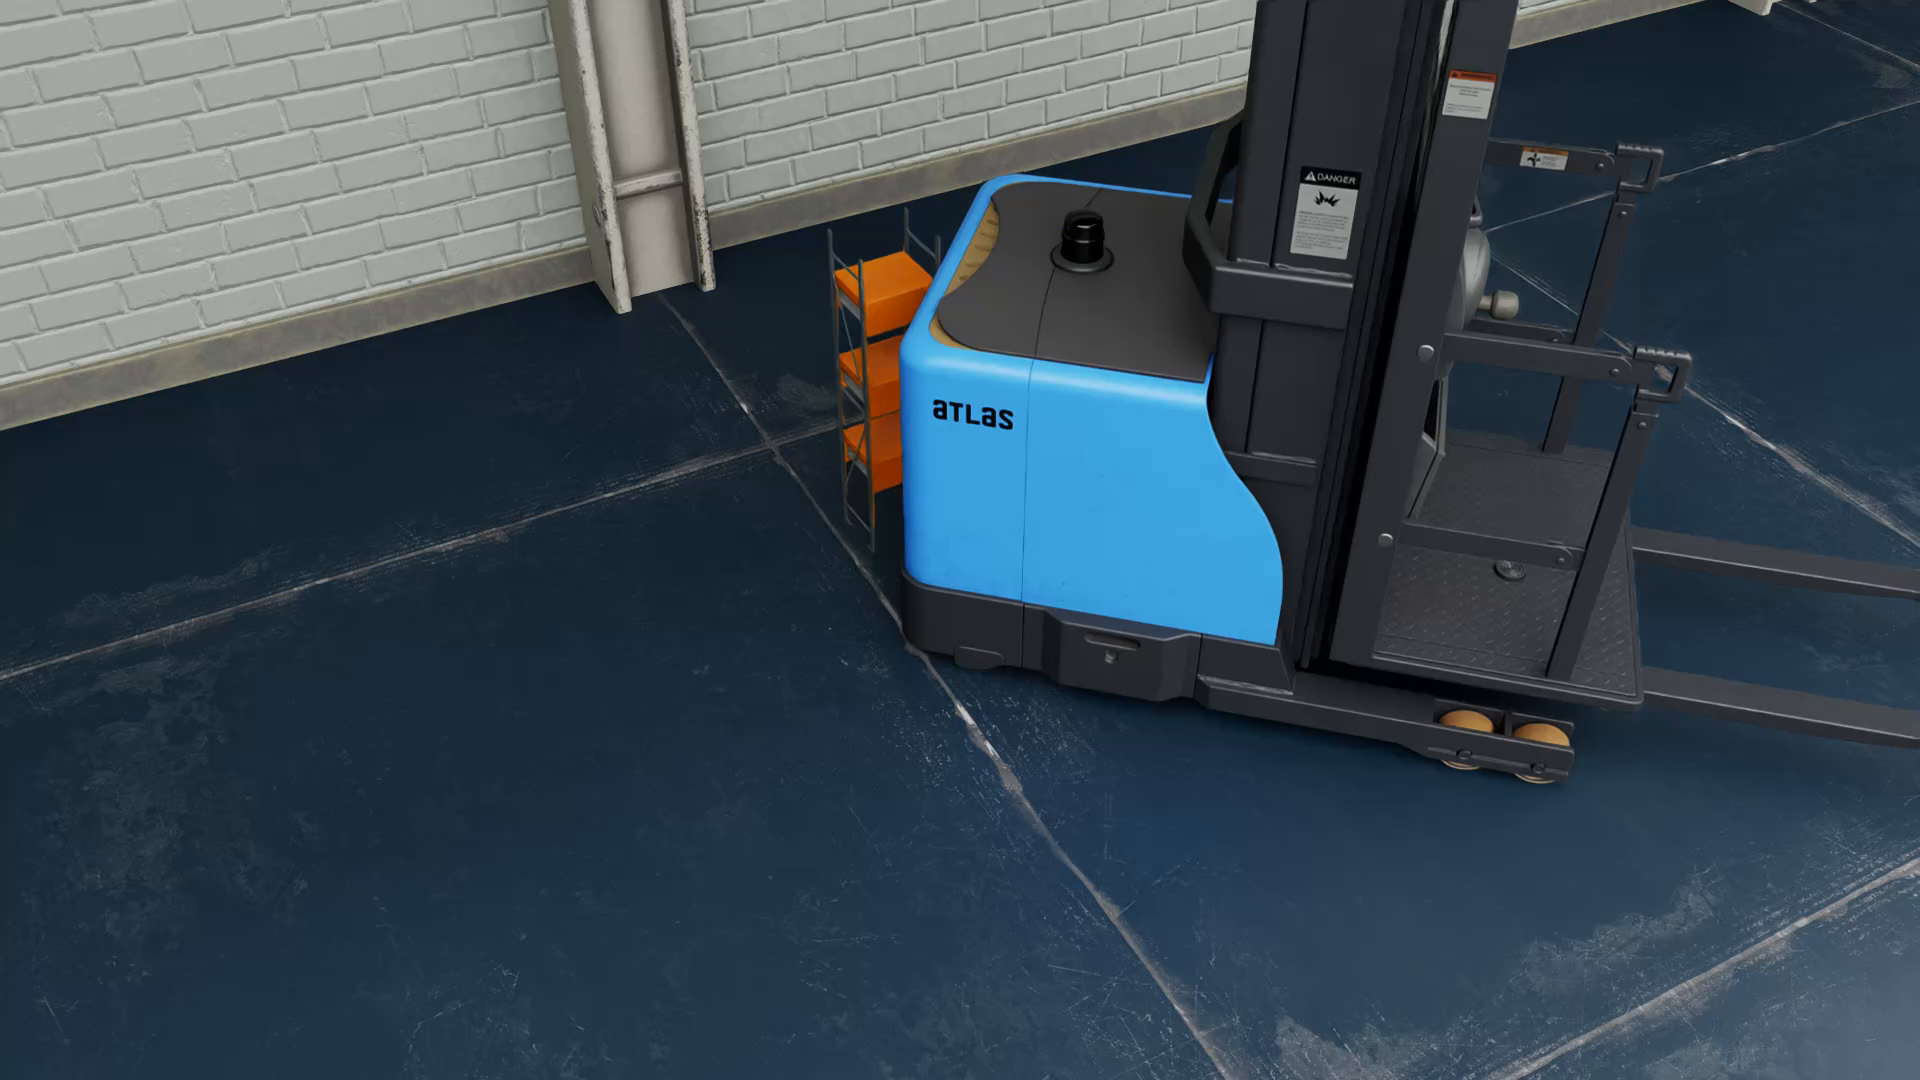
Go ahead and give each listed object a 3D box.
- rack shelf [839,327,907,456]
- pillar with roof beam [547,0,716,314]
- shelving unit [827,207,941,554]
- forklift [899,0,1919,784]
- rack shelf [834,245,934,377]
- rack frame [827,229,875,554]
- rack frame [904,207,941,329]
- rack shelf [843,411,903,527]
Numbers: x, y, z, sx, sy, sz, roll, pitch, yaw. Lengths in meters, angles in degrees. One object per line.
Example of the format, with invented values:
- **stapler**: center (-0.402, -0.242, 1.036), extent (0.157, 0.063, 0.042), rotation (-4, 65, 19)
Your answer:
- **rack shelf**: center (-0.213, -0.446, 4.981), extent (0.240, 0.259, 0.215), rotation (-21, 44, -23)
- **pillar with roof beam**: center (0.807, -1.965, 0.606), extent (0.400, 9.000, 9.100), rotation (-19, 44, -21)
- **shelving unit**: center (-0.213, -0.454, 4.974), extent (0.252, 1.050, 0.215), rotation (-21, 44, -23)
- **forklift**: center (1.405, -0.846, 3.980), extent (3.031, 2.935, 1.130), rotation (9, 41, 11)
- **rack shelf**: center (-0.213, -0.663, 4.798), extent (0.240, 0.259, 0.215), rotation (-21, 44, -23)
- **rack frame**: center (-0.318, -0.415, 4.927), extent (0.008, 1.050, 0.200), rotation (-21, 44, -23)
- **rack frame**: center (-0.108, -0.494, 5.021), extent (0.008, 1.050, 0.200), rotation (-21, 44, -23)
- **rack shelf**: center (-0.213, -0.234, 5.161), extent (0.240, 0.259, 0.215), rotation (-21, 44, -23)
